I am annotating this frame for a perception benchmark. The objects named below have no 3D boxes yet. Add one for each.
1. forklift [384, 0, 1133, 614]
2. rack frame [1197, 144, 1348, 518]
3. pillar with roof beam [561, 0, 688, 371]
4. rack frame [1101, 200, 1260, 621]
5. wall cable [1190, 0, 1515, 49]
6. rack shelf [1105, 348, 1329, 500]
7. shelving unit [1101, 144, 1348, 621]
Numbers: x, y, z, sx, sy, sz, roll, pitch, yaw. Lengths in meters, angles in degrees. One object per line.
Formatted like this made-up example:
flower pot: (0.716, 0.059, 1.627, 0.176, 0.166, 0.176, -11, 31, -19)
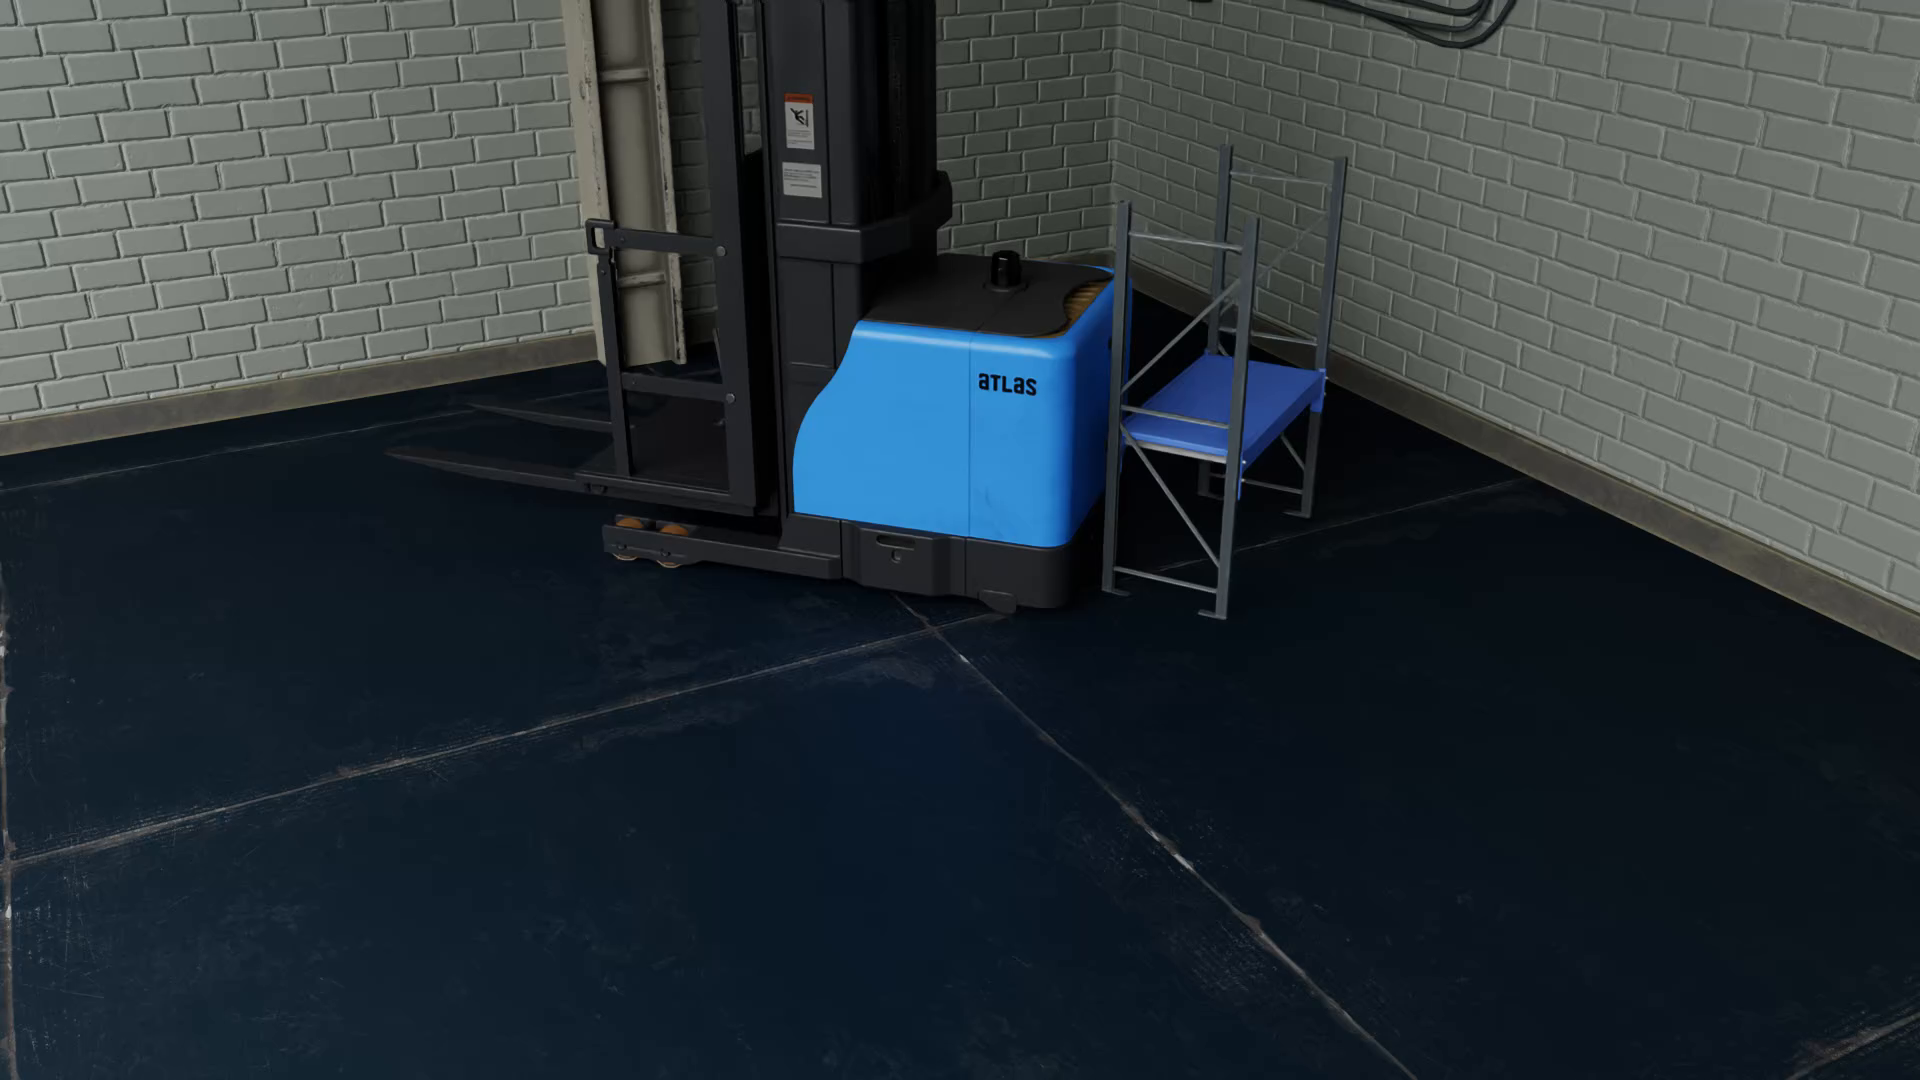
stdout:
forklift: (-0.889, -1.417, 6.316, 3.031, 2.935, 1.130, 8, 27, 17)
rack frame: (1.247, -0.823, 6.732, 0.500, 1.500, 0.032, 13, 29, 25)
pillar with roof beam: (0.360, -3.354, 3.339, 0.400, 9.000, 9.100, -13, 29, -25)
rack frame: (0.767, -0.436, 5.924, 0.500, 1.500, 0.032, 13, 29, 25)
wall cable: (1.556, -3.693, 7.633, 0.112, 2.526, 3.097, -13, 29, -25)
rack shelf: (1.007, -0.467, 6.406, 0.538, 0.185, 1.000, 13, 29, 25)
shelving unit: (1.007, -0.629, 6.328, 0.538, 1.500, 1.048, 13, 29, 25)
